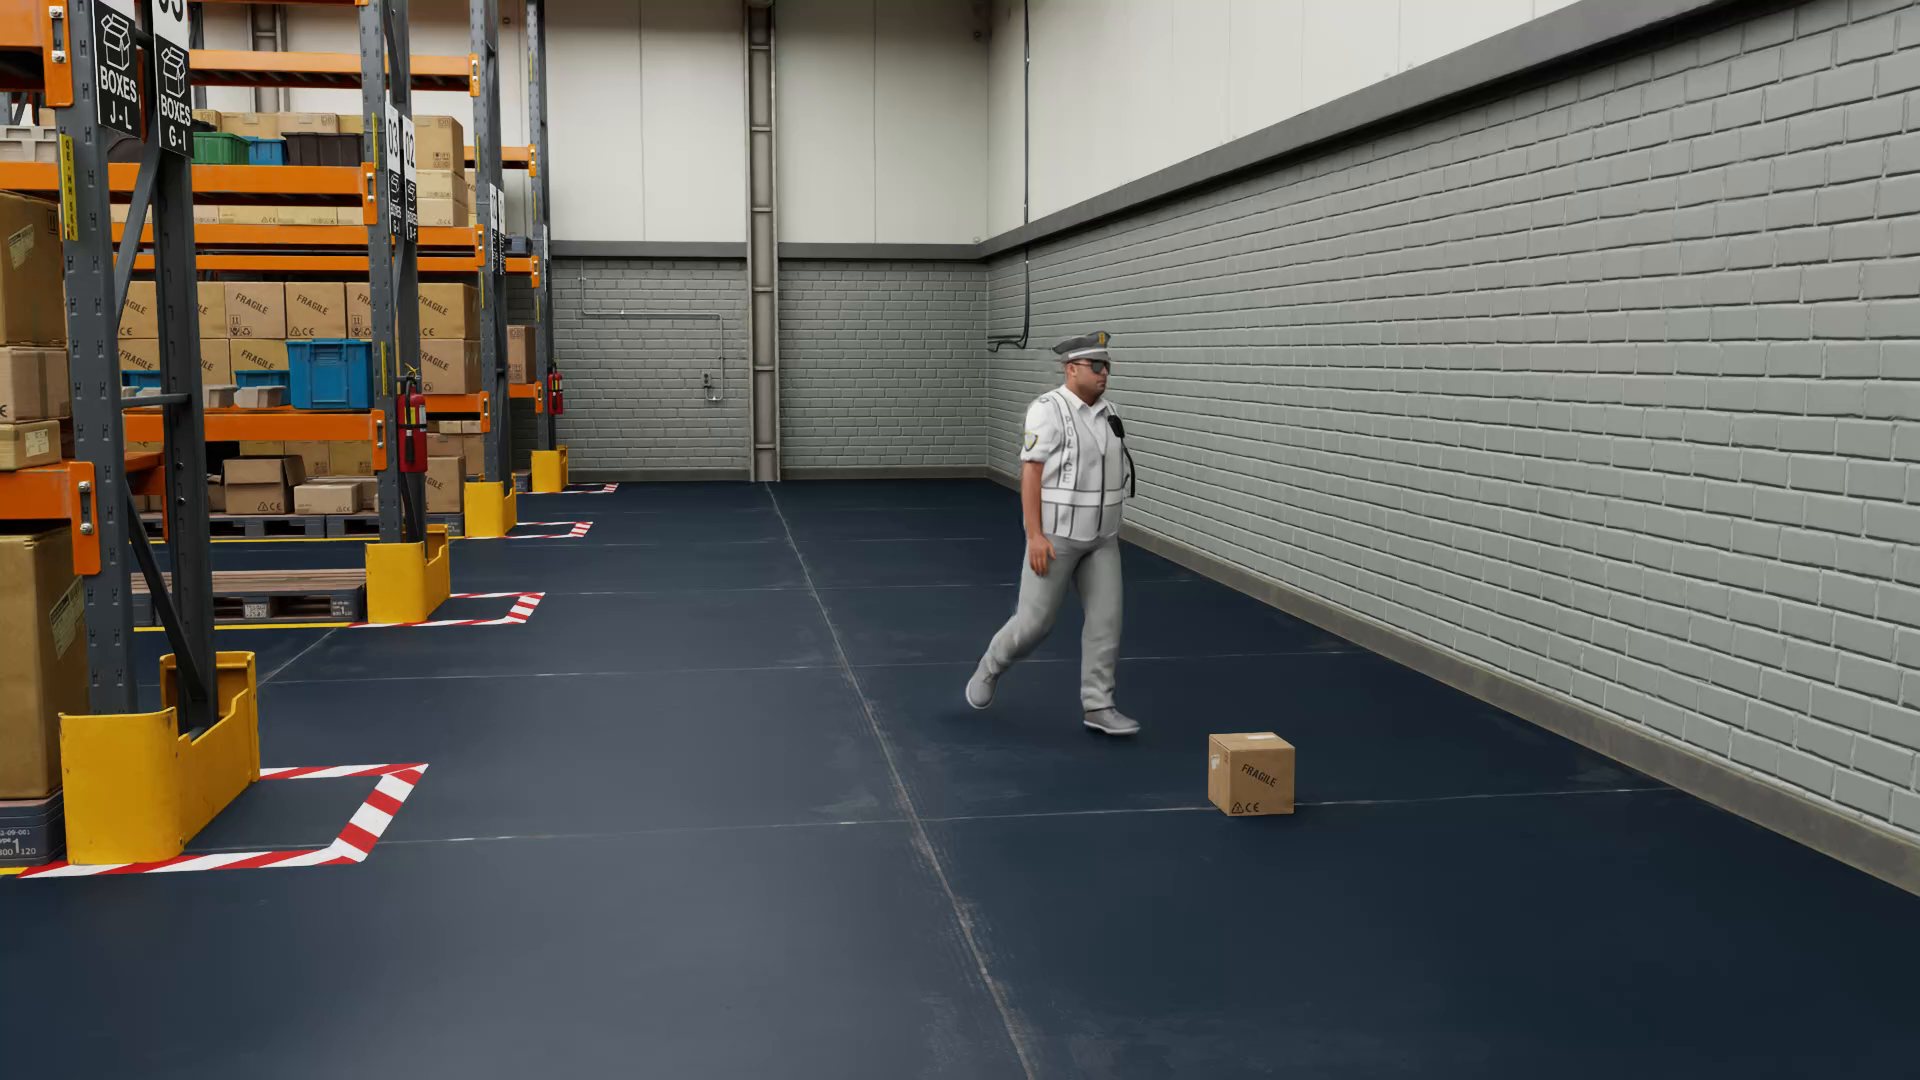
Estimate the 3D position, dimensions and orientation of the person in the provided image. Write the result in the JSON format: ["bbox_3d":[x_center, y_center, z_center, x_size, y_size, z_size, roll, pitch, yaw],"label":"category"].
[{"bbox_3d":[0.431,-0.043,7.351,0.586,1.750,0.810,-5,8,-35],"label":"person"}]
